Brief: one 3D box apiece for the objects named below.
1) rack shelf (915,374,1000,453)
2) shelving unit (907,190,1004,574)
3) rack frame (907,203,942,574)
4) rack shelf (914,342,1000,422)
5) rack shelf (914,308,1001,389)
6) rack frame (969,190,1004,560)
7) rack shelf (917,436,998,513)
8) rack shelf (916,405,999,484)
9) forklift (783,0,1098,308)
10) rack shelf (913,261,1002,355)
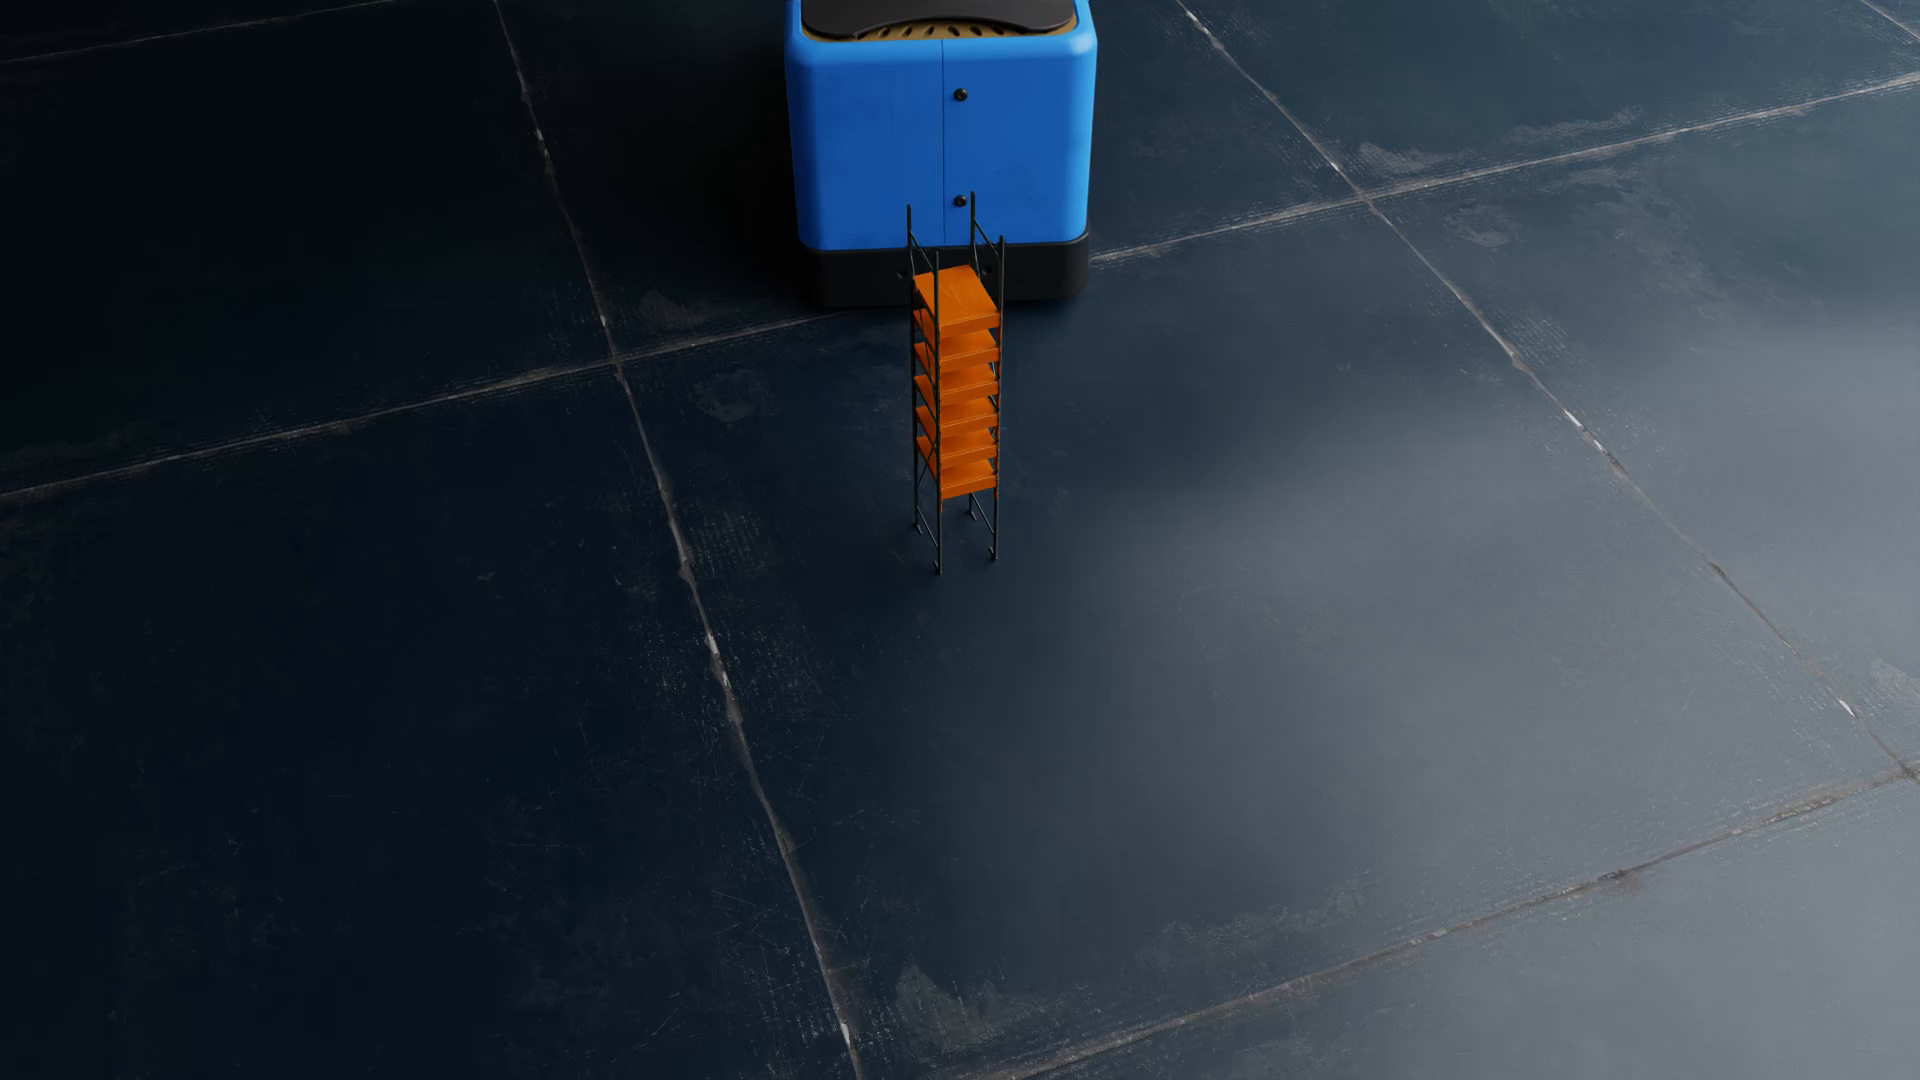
[{"bbox_3d":[-0.014,-0.389,4.853,0.180,0.103,0.258,-14,47,-14],"label":"rack shelf"},{"bbox_3d":[-0.014,-0.420,4.822,0.189,1.200,0.258,-14,47,-14],"label":"shelving unit"},{"bbox_3d":[-0.100,-0.398,4.800,0.006,1.200,0.240,-14,47,-14],"label":"rack frame"},{"bbox_3d":[-0.014,-0.473,4.768,0.180,0.103,0.258,-14,47,-14],"label":"rack shelf"},{"bbox_3d":[-0.014,-0.558,4.683,0.180,0.103,0.258,-14,47,-14],"label":"rack shelf"},{"bbox_3d":[0.072,-0.442,4.843,0.006,1.200,0.240,-14,47,-14],"label":"rack frame"},{"bbox_3d":[-0.014,-0.219,5.023,0.180,0.103,0.258,-14,47,-14],"label":"rack shelf"},{"bbox_3d":[-0.014,-0.304,4.938,0.180,0.103,0.258,-14,47,-14],"label":"rack shelf"},{"bbox_3d":[-0.150,-2.907,6.078,1.130,2.935,3.031,-3,45,-3],"label":"forklift"},{"bbox_3d":[-0.014,-0.643,4.598,0.180,0.103,0.258,-14,47,-14],"label":"rack shelf"}]
